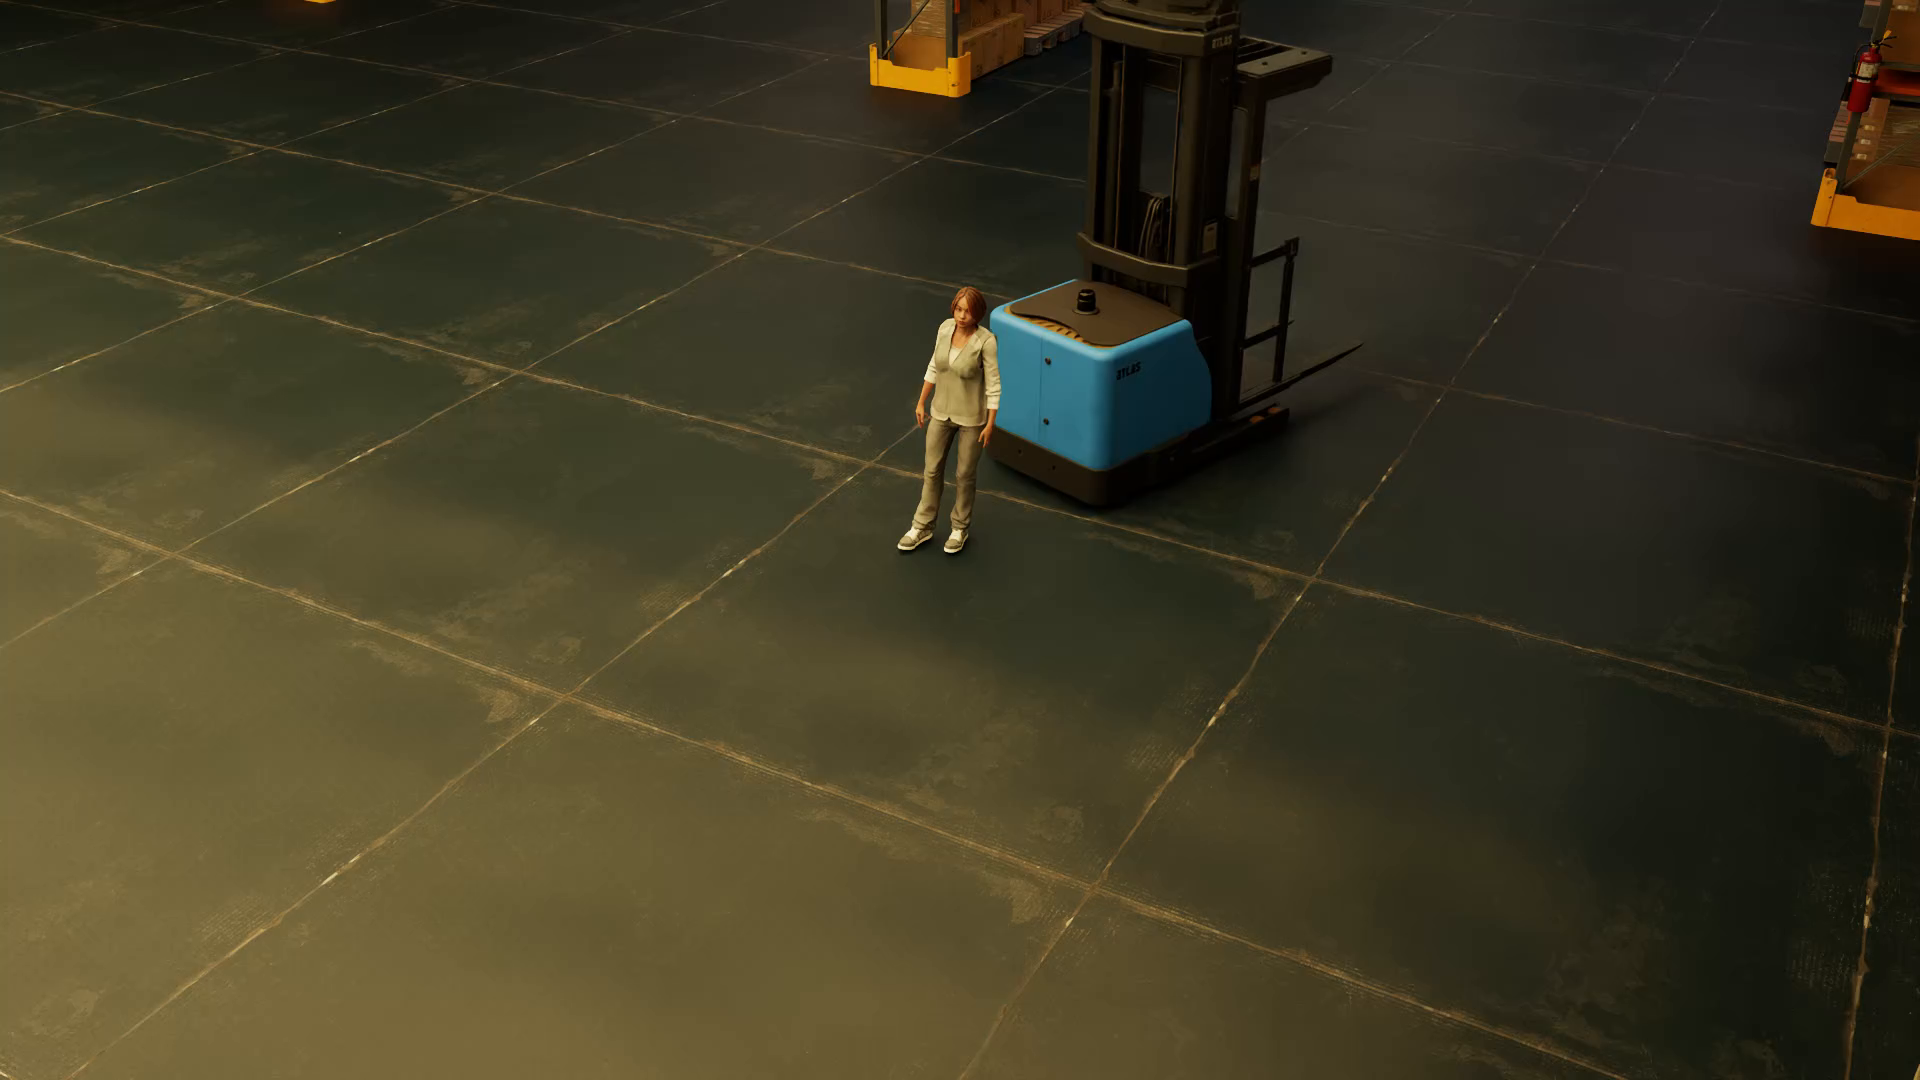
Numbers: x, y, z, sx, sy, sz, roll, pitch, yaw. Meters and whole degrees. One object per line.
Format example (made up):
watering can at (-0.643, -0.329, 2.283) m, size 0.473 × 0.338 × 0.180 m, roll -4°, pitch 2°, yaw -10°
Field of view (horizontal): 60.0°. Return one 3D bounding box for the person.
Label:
person at (-0.048, -0.669, 9.550) m, size 0.519 × 1.598 × 0.474 m, roll 15°, pitch 33°, yaw 25°

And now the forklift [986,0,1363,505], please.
forklift at (1.589, -2.107, 10.722) m, size 3.031 × 2.935 × 1.130 m, roll -25°, pitch 38°, yaw -36°
